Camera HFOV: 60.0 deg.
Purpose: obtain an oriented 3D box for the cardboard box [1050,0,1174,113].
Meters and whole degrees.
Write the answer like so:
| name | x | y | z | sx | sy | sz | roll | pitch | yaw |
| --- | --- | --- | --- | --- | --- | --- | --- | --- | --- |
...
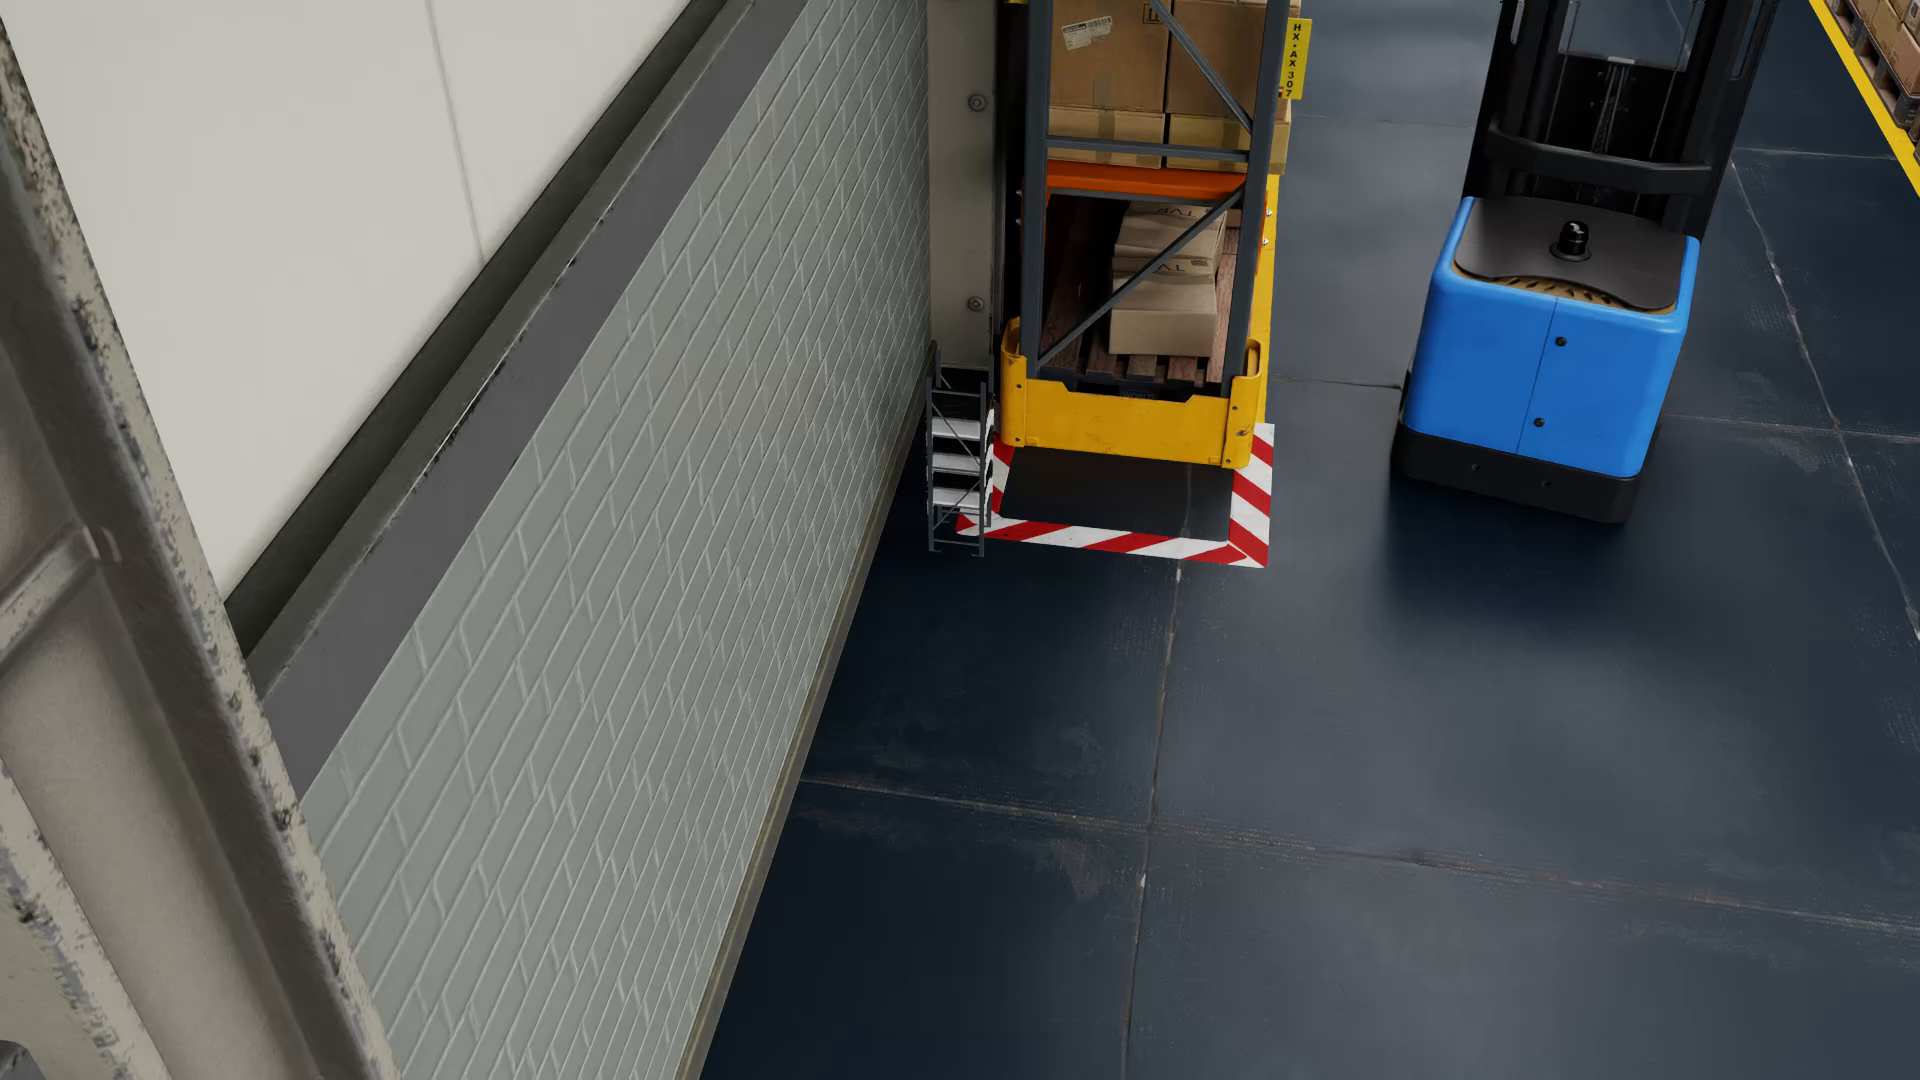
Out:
| name | x | y | z | sx | sy | sz | roll | pitch | yaw |
| --- | --- | --- | --- | --- | --- | --- | --- | --- | --- |
| cardboard box | 0.639 | -2.159 | 7.021 | 0.500 | 0.500 | 0.500 | 6 | 40 | 7 |

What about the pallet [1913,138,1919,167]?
| name | x | y | z | sx | sy | sz | roll | pitch | yaw |
| --- | --- | --- | --- | --- | --- | --- | --- | --- | --- |
| pallet | 6.160 | -1.998 | 9.501 | 1.003 | 0.211 | 1.213 | 6 | 40 | 8 |

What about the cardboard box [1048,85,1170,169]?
| name | x | y | z | sx | sy | sz | roll | pitch | yaw |
| --- | --- | --- | --- | --- | --- | --- | --- | --- | --- |
| cardboard box | 0.657 | -1.865 | 7.254 | 0.500 | 0.250 | 0.500 | 7 | 40 | 8 |

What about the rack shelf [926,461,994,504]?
| name | x | y | z | sx | sy | sz | roll | pitch | yaw |
| --- | --- | --- | --- | --- | --- | --- | --- | --- | --- |
| rack shelf | 0.001 | -0.257 | 7.048 | 0.258 | 0.077 | 0.200 | 6 | 40 | 8 |

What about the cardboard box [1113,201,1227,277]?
| name | x | y | z | sx | sy | sz | roll | pitch | yaw |
| --- | --- | --- | --- | --- | --- | --- | --- | --- | --- |
| cardboard box | 1.074 | -1.516 | 8.495 | 0.500 | 0.311 | 0.500 | 10 | 41 | 11 |

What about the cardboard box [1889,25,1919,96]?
| name | x | y | z | sx | sy | sz | roll | pitch | yaw |
| --- | --- | --- | --- | --- | --- | --- | --- | --- | --- |
| cardboard box | 6.125 | -2.962 | 10.306 | 0.500 | 0.250 | 0.500 | 6 | 40 | 7 |

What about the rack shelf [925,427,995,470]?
| name | x | y | z | sx | sy | sz | roll | pitch | yaw |
| --- | --- | --- | --- | --- | --- | --- | --- | --- | --- |
| rack shelf | 0.001 | -0.395 | 6.933 | 0.258 | 0.077 | 0.200 | 6 | 40 | 8 |

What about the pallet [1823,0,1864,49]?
| name | x | y | z | sx | sy | sz | roll | pitch | yaw |
| --- | --- | --- | --- | --- | --- | --- | --- | --- | --- |
| pallet | 6.637 | -3.727 | 11.592 | 1.003 | 0.211 | 1.213 | 6 | 40 | 8 |

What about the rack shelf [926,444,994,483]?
| name | x | y | z | sx | sy | sz | roll | pitch | yaw |
| --- | --- | --- | --- | --- | --- | --- | --- | --- | --- |
| rack shelf | 0.001 | -0.326 | 6.990 | 0.258 | 0.077 | 0.200 | 6 | 40 | 8 |

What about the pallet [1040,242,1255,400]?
| name | x | y | z | sx | sy | sz | roll | pitch | yaw |
| --- | --- | --- | --- | --- | --- | --- | --- | --- | --- |
| pallet | 0.955 | -1.080 | 8.390 | 1.003 | 0.211 | 1.213 | 6 | 40 | 8 |

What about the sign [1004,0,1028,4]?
| name | x | y | z | sx | sy | sz | roll | pitch | yaw |
| --- | --- | --- | --- | --- | --- | --- | --- | --- | --- |
| sign | 0.224 | -2.243 | 6.452 | 0.100 | 0.325 | 0.005 | 6 | 40 | 8 |

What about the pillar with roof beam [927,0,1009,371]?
| name | x | y | z | sx | sy | sz | roll | pitch | yaw |
| --- | --- | --- | --- | --- | --- | --- | --- | --- | --- |
| pillar with roof beam | 4.276 | -3.973 | 4.993 | 9.100 | 9.000 | 0.400 | 6 | 40 | 8 |

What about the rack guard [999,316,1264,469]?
| name | x | y | z | sx | sy | sz | roll | pitch | yaw |
| --- | --- | --- | --- | --- | --- | --- | --- | --- | --- |
| rack guard | 0.780 | -0.685 | 7.686 | 1.175 | 0.500 | 0.348 | 6 | 40 | 8 |

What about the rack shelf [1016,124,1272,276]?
| name | x | y | z | sx | sy | sz | roll | pitch | yaw |
| --- | --- | --- | --- | --- | --- | --- | --- | --- | --- |
| rack shelf | 1.113 | -2.579 | 8.579 | 1.077 | 0.370 | 4.000 | 6 | 40 | 8 |

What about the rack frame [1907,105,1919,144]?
| name | x | y | z | sx | sy | sz | roll | pitch | yaw |
| --- | --- | --- | --- | --- | --- | --- | --- | --- | --- |
| rack frame | 6.339 | -3.567 | 9.210 | 1.000 | 3.000 | 0.127 | 6 | 40 | 8 |

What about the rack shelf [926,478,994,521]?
| name | x | y | z | sx | sy | sz | roll | pitch | yaw |
| --- | --- | --- | --- | --- | --- | --- | --- | --- | --- |
| rack shelf | 0.001 | -0.187 | 7.105 | 0.258 | 0.077 | 0.200 | 6 | 40 | 8 |

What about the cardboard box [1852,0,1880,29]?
| name | x | y | z | sx | sy | sz | roll | pitch | yaw |
| --- | --- | --- | --- | --- | --- | --- | --- | --- | --- |
| cardboard box | 6.302 | -3.600 | 11.078 | 0.500 | 0.250 | 0.500 | 7 | 40 | 9 |

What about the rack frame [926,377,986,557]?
| name | x | y | z | sx | sy | sz | roll | pitch | yaw |
| --- | --- | --- | --- | --- | --- | --- | --- | --- | --- |
| rack frame | -0.016 | -0.288 | 6.892 | 0.240 | 0.900 | 0.006 | 6 | 40 | 8 |

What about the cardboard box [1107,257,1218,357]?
| name | x | y | z | sx | sy | sz | roll | pitch | yaw |
| --- | --- | --- | --- | --- | --- | --- | --- | --- | --- |
| cardboard box | 0.975 | -1.158 | 8.062 | 0.500 | 0.311 | 0.500 | 2 | 40 | 3 |

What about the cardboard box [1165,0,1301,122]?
| name | x | y | z | sx | sy | sz | roll | pitch | yaw |
| --- | --- | --- | --- | --- | --- | --- | --- | --- | --- |
| cardboard box | 1.145 | -2.106 | 6.957 | 0.500 | 0.500 | 0.500 | 6 | 40 | 8 |

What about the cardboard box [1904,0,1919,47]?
| name | x | y | z | sx | sy | sz | roll | pitch | yaw |
| --- | --- | --- | --- | --- | --- | --- | --- | --- | --- |
| cardboard box | 6.126 | -3.171 | 10.120 | 0.500 | 0.311 | 0.500 | 6 | 40 | 8 |

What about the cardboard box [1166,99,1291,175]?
| name | x | y | z | sx | sy | sz | roll | pitch | yaw |
| --- | --- | --- | --- | --- | --- | --- | --- | --- | --- |
| cardboard box | 1.164 | -1.822 | 7.201 | 0.500 | 0.250 | 0.500 | 5 | 40 | 6 |

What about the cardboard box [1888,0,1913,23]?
| name | x | y | z | sx | sy | sz | roll | pitch | yaw |
| --- | --- | --- | --- | --- | --- | --- | --- | --- | --- |
| cardboard box | 6.210 | -3.498 | 10.516 | 0.500 | 0.311 | 0.500 | 7 | 40 | 9 |

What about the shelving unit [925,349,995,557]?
| name | x | y | z | sx | sy | sz | roll | pitch | yaw |
| --- | --- | --- | --- | --- | --- | --- | --- | --- | --- |
| shelving unit | 0.001 | -0.352 | 6.969 | 0.258 | 0.900 | 0.210 | 6 | 40 | 8 |

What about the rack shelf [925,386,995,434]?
| name | x | y | z | sx | sy | sz | roll | pitch | yaw |
| --- | --- | --- | --- | --- | --- | --- | --- | --- | --- |
| rack shelf | 0.001 | -0.534 | 6.818 | 0.258 | 0.077 | 0.200 | 6 | 40 | 8 |

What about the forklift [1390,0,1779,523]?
| name | x | y | z | sx | sy | sz | roll | pitch | yaw |
| --- | --- | --- | --- | --- | --- | --- | --- | --- | --- |
| forklift | 2.991 | -2.143 | 7.542 | 1.130 | 2.935 | 3.031 | 15 | 42 | 17 |

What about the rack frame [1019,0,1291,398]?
| name | x | y | z | sx | sy | sz | roll | pitch | yaw |
| --- | --- | --- | --- | --- | --- | --- | --- | --- | --- |
| rack frame | 0.767 | -1.601 | 6.832 | 1.000 | 3.000 | 0.127 | 6 | 40 | 8 |

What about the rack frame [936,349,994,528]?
| name | x | y | z | sx | sy | sz | roll | pitch | yaw |
| --- | --- | --- | --- | --- | --- | --- | --- | --- | --- |
| rack frame | 0.019 | -0.416 | 7.046 | 0.240 | 0.900 | 0.006 | 6 | 40 | 8 |

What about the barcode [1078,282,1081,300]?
| name | x | y | z | sx | sy | sz | roll | pitch | yaw |
| --- | --- | --- | --- | --- | --- | --- | --- | --- | --- |
| barcode | 0.584 | -1.217 | 8.126 | 0.001 | 0.075 | 0.075 | 6 | 40 | 8 |

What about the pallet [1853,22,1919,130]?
| name | x | y | z | sx | sy | sz | roll | pitch | yaw |
| --- | --- | --- | --- | --- | --- | --- | --- | --- | --- |
| pallet | 6.428 | -2.959 | 10.663 | 1.003 | 0.211 | 1.213 | 6 | 40 | 8 |

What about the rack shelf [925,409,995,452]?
| name | x | y | z | sx | sy | sz | roll | pitch | yaw |
| --- | --- | --- | --- | --- | --- | --- | --- | --- | --- |
| rack shelf | 0.001 | -0.465 | 6.876 | 0.258 | 0.077 | 0.200 | 6 | 40 | 8 |

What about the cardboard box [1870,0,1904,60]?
| name | x | y | z | sx | sy | sz | roll | pitch | yaw |
| --- | --- | --- | --- | --- | --- | --- | --- | --- | --- |
| cardboard box | 6.214 | -3.279 | 10.690 | 0.500 | 0.250 | 0.500 | 6 | 40 | 7 |

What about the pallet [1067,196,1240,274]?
| name | x | y | z | sx | sy | sz | roll | pitch | yaw |
| --- | --- | --- | --- | --- | --- | --- | --- | --- | --- |
| pallet | 1.169 | -1.843 | 9.314 | 1.003 | 0.211 | 1.213 | 6 | 40 | 8 |

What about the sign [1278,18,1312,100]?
| name | x | y | z | sx | sy | sz | roll | pitch | yaw |
| --- | --- | --- | --- | --- | --- | --- | --- | --- | --- |
| sign | 1.301 | -1.875 | 6.484 | 0.100 | 0.325 | 0.005 | 6 | 40 | 8 |

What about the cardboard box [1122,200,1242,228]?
| name | x | y | z | sx | sy | sz | roll | pitch | yaw |
| --- | --- | --- | --- | --- | --- | --- | --- | --- | --- |
| cardboard box | 1.250 | -2.044 | 8.984 | 0.700 | 0.500 | 0.500 | 4 | 40 | 5 |
